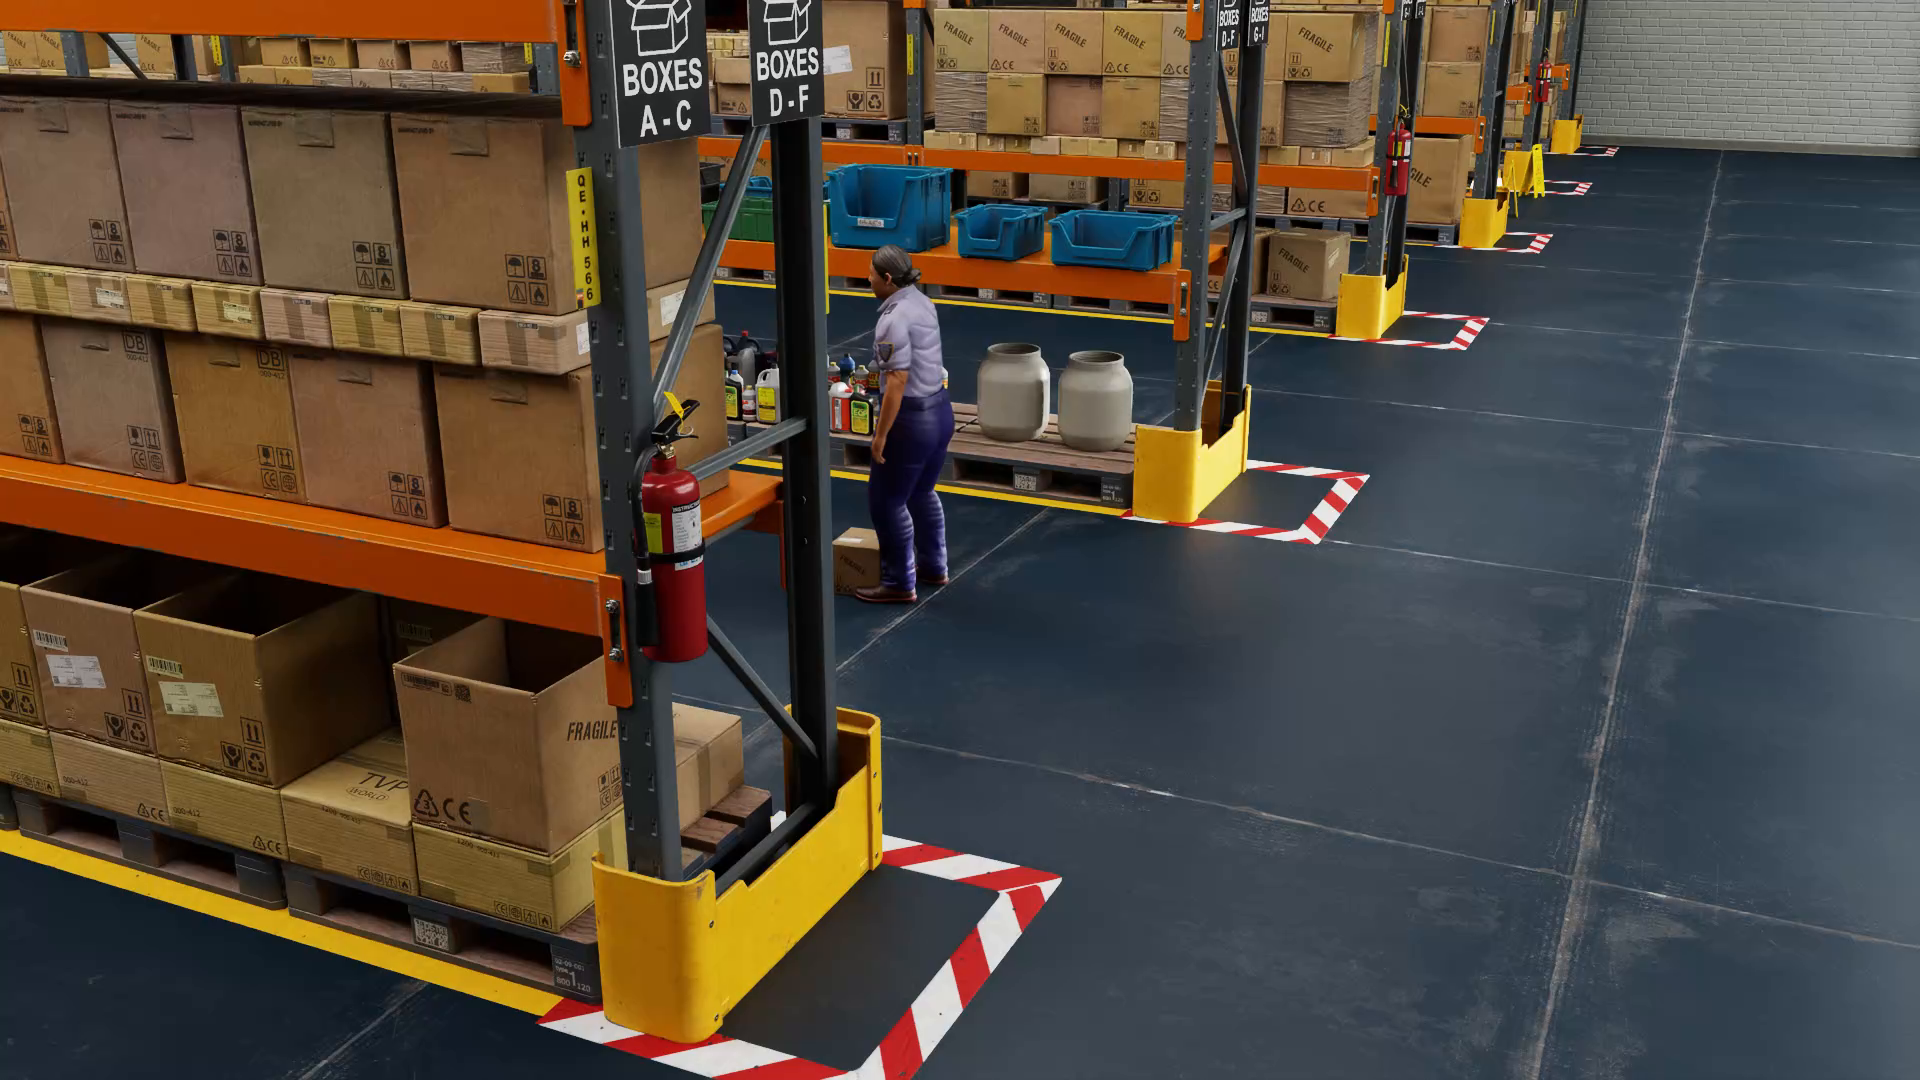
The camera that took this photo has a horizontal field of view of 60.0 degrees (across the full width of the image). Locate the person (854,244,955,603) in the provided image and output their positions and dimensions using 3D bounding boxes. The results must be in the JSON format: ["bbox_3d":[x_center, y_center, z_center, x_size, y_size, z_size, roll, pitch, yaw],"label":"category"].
[{"bbox_3d":[-0.256,-0.516,7.593,0.418,1.632,0.563,7,20,20],"label":"person"}]
